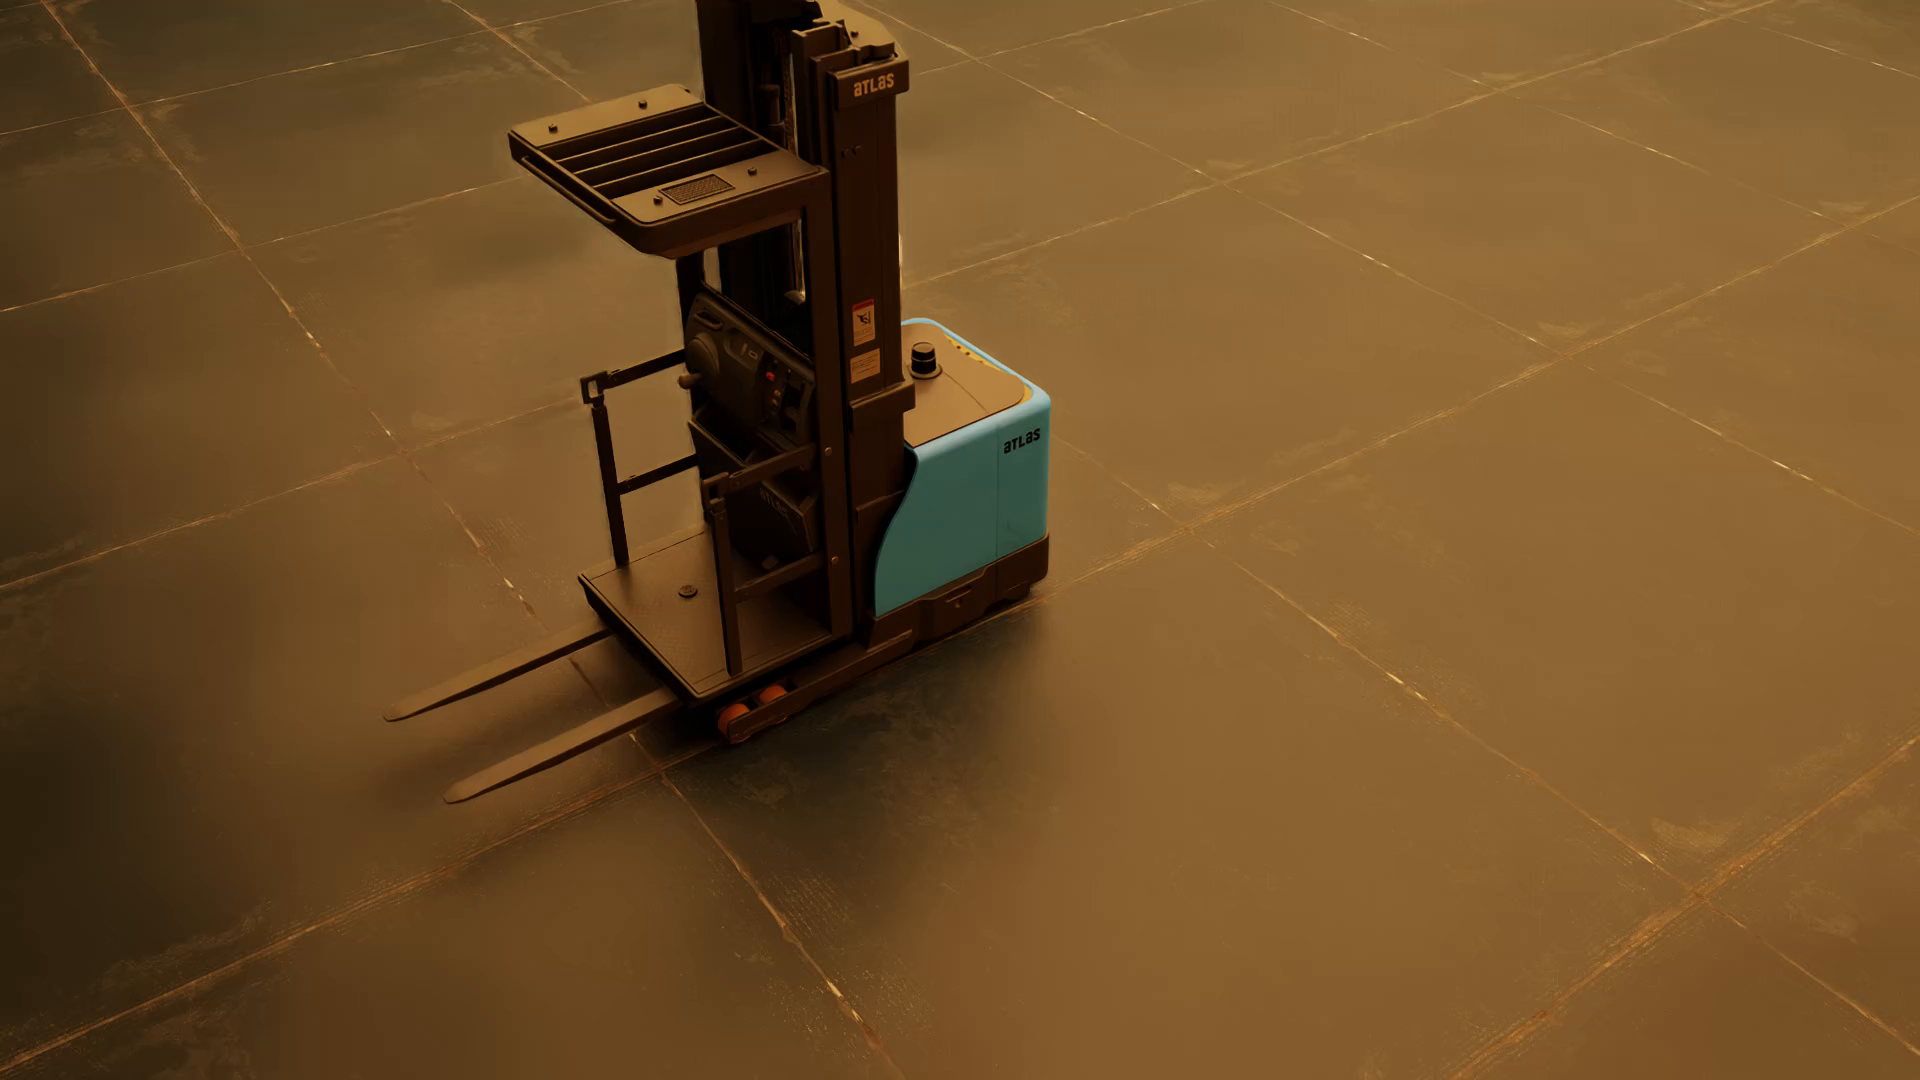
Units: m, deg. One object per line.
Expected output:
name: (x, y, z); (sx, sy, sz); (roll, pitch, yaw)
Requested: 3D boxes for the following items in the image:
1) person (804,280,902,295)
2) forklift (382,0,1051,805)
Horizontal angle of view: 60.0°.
person: (-0.730, -1.019, 8.532); (0.931, 1.504, 0.727); (-28, 45, -32)
forklift: (-1.047, -0.657, 6.833); (3.031, 2.935, 1.130); (-25, 43, -30)
